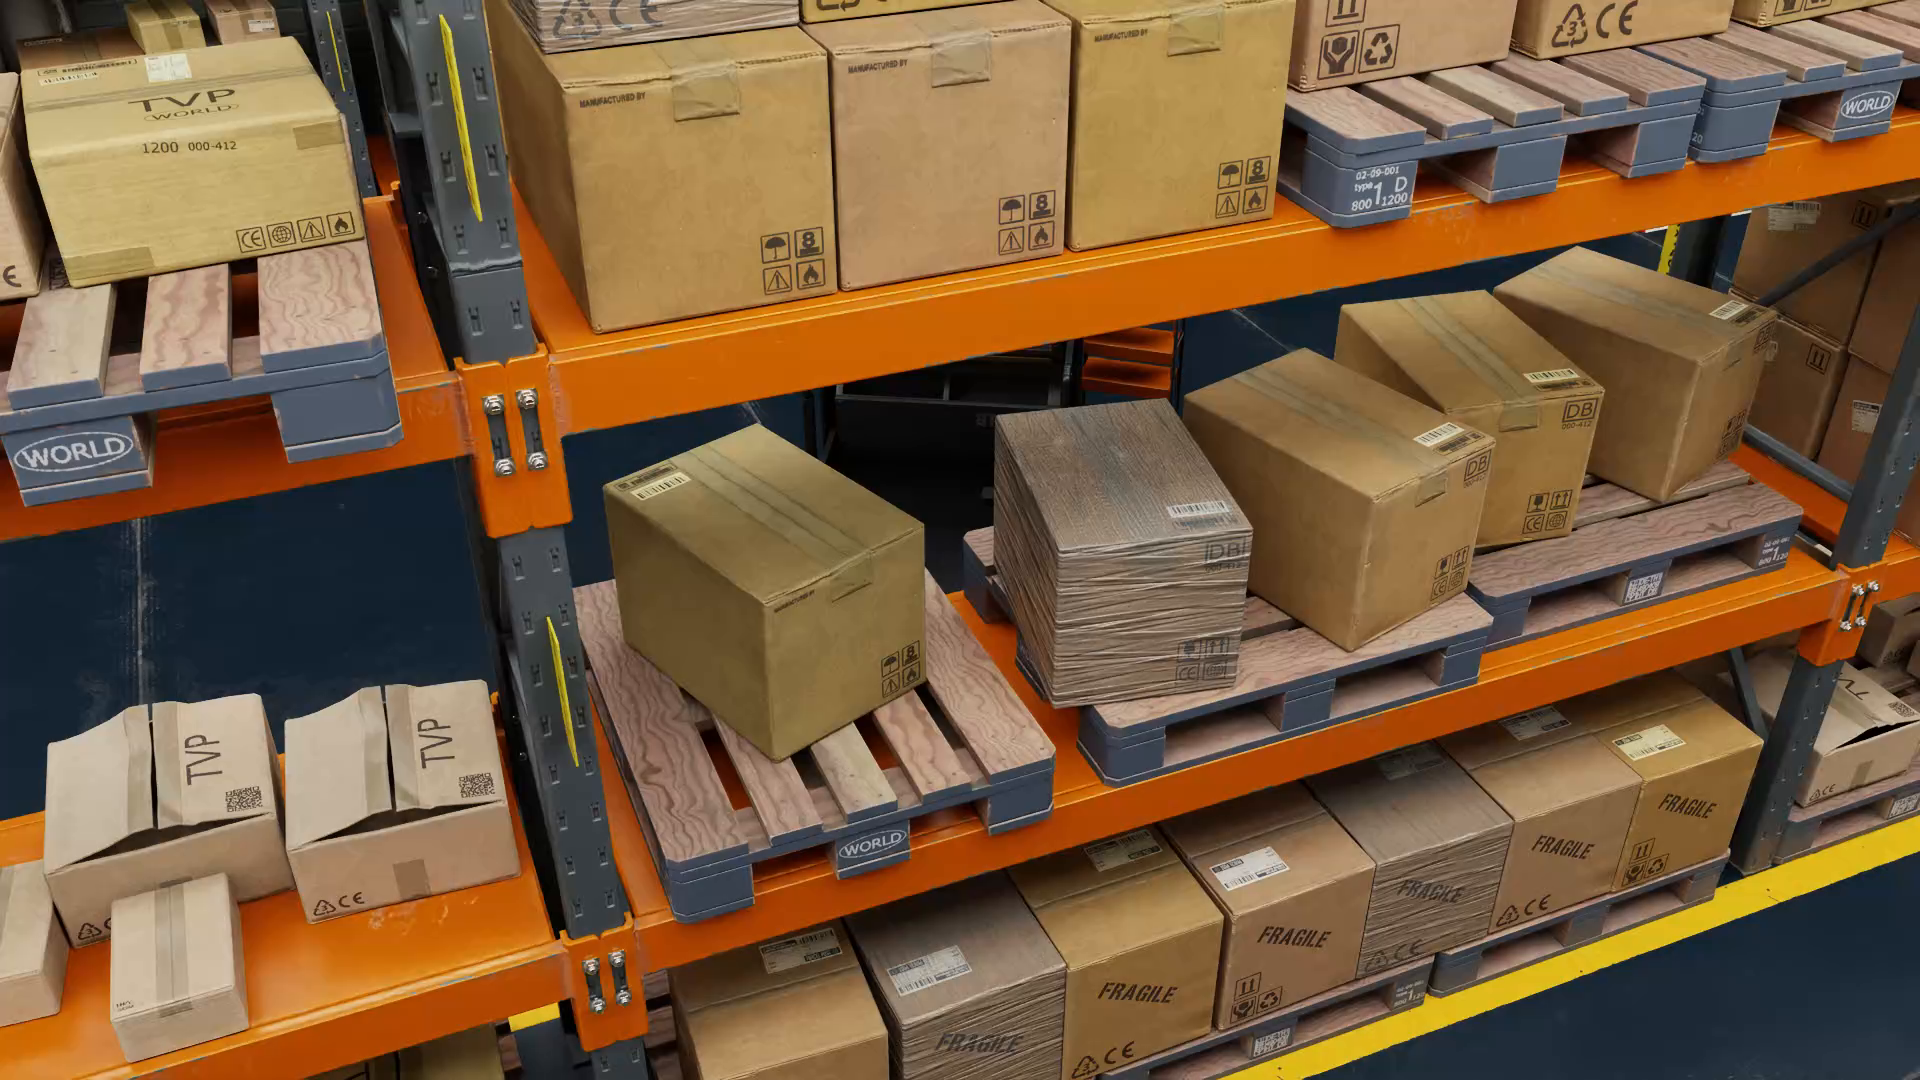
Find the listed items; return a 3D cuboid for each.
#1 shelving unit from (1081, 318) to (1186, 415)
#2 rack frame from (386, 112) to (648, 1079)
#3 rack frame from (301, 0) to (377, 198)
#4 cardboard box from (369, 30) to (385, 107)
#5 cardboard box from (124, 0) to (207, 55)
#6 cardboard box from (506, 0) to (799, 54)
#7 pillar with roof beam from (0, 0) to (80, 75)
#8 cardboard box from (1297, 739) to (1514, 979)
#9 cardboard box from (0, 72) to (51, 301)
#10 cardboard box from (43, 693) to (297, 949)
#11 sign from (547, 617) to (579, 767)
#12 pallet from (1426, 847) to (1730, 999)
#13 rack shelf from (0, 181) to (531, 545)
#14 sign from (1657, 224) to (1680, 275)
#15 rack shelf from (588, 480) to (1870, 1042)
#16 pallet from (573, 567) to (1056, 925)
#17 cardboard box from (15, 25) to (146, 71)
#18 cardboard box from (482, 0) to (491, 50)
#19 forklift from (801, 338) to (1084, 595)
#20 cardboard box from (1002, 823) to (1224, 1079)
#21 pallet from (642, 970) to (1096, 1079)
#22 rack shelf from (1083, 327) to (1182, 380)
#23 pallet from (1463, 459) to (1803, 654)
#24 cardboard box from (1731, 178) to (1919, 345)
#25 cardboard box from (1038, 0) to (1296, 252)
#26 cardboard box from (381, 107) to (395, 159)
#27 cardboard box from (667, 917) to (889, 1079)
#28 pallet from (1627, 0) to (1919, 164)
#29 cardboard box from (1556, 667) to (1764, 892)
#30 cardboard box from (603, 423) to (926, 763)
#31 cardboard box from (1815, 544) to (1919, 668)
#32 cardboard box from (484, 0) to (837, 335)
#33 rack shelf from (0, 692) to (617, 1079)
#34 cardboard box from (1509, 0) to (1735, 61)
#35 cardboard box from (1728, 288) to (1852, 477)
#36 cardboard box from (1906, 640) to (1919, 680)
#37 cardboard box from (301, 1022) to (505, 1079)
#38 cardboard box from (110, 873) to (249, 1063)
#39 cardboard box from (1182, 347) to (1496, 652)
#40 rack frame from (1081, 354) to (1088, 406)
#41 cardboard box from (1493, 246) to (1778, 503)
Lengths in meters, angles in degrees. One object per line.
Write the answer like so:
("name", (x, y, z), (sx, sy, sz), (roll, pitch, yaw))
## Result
("shelving unit", (0.839, -1.003, 8.192), (0.503, 1.200, 0.258), (10, 34, 14))
("rack frame", (-1.042, 0.524, 4.194), (0.127, 3.000, 1.000), (-13, 35, -19))
("rack frame", (-2.963, -1.966, 8.021), (0.127, 3.000, 1.000), (-13, 35, -19))
("cardboard box", (-2.630, -2.373, 8.264), (0.500, 0.500, 0.500), (-13, 35, -19))
("cardboard box", (-3.560, -2.301, 7.446), (0.250, 0.149, 0.380), (-19, 38, -27))
("cardboard box", (-0.637, -1.283, 3.213), (0.500, 0.500, 0.500), (-13, 35, -19))
("pillar with roof beam", (-2.830, -2.476, 3.305), (0.400, 9.000, 9.100), (-13, 35, -19))
("cardboard box", (1.381, 0.997, 5.356), (0.500, 0.500, 0.500), (-12, 35, -18))
("cardboard box", (-1.915, -0.602, 2.928), (0.500, 0.250, 0.500), (-12, 35, -18))
("cardboard box", (-1.942, 0.653, 4.078), (0.500, 0.311, 0.500), (-13, 35, -19))
("sign", (-0.824, 0.317, 3.450), (0.005, 0.325, 0.100), (-13, 35, -19))
("pallet", (1.911, 1.039, 5.959), (1.213, 0.211, 1.003), (-13, 35, -19))
("rack shelf", (-2.886, -0.009, 2.923), (4.000, 0.370, 1.077), (-13, 35, -19))
("sign", (2.429, -0.954, 5.673), (0.005, 0.325, 0.100), (-13, 35, -19))
("rack shelf", (0.802, 0.403, 5.039), (4.000, 0.370, 1.077), (-13, 35, -19))
("pallet", (-0.444, 0.426, 4.521), (1.003, 0.211, 1.213), (-13, 35, -19))
("cardboard box", (-3.897, -1.956, 7.511), (0.500, 0.500, 0.700), (-16, 36, -23))
("cardboard box", (-2.418, -2.428, 7.660), (0.500, 0.250, 0.500), (-12, 35, -18))
("forklift", (-0.066, -0.890, 6.431), (1.130, 2.935, 3.031), (3, 33, 5))
("cardboard box", (0.433, 1.218, 5.016), (0.500, 0.500, 0.500), (-13, 35, -20))
("pallet", (-0.339, 1.554, 5.168), (1.213, 0.211, 1.003), (-13, 35, -19))
("rack shelf", (0.839, -0.947, 8.228), (0.480, 0.148, 0.258), (10, 34, 14))
("pallet", (1.867, -0.126, 5.369), (1.213, 0.211, 1.003), (-13, 35, -19))
("cardboard box", (3.012, -1.018, 5.556), (0.500, 0.500, 0.500), (-13, 35, -19))
("cardboard box", (0.297, -1.102, 3.851), (0.500, 0.500, 0.910), (-13, 35, -19))
("cardboard box", (-2.762, -2.067, 8.388), (0.250, 0.149, 0.380), (-12, 35, -18))
("cardboard box", (-0.512, 1.435, 4.683), (0.500, 0.500, 0.500), (-11, 35, -17))
("pallet", (2.018, -1.396, 4.568), (1.003, 0.211, 1.213), (-13, 35, -19))
("cardboard box", (2.302, 0.791, 5.672), (0.500, 0.500, 0.500), (-13, 35, -19))
("cardboard box", (-0.505, 0.117, 4.344), (0.500, 0.500, 0.700), (-26, 41, -34))
("cardboard box", (3.753, 0.201, 6.753), (0.500, 0.311, 0.500), (-13, 35, -19))
("cardboard box", (-0.653, -0.884, 3.516), (0.500, 0.500, 0.910), (-13, 35, -19))
("rack shelf", (-2.886, 1.248, 3.741), (4.000, 0.370, 1.077), (-13, 35, -19))
("cardboard box", (1.546, -1.616, 4.164), (0.600, 0.600, 0.600), (-13, 35, -19))
("cardboard box", (3.008, -0.597, 5.825), (0.500, 0.500, 0.500), (-12, 35, -18))
("cardboard box", (3.911, 0.515, 6.402), (0.250, 0.166, 0.380), (-13, 35, -19))
("cardboard box", (-1.430, 1.500, 4.316), (0.500, 0.311, 0.500), (-12, 35, -18))
("cardboard box", (-1.764, 0.958, 3.757), (0.250, 0.149, 0.380), (-13, 35, -19))
("cardboard box", (1.041, -0.134, 4.729), (0.500, 0.500, 0.700), (-23, 39, -31))
("rack frame", (0.606, -1.043, 8.252), (0.015, 1.200, 0.240), (10, 34, 14))
("cardboard box", (2.123, -0.551, 5.369), (0.500, 0.500, 0.700), (-26, 41, -34))
